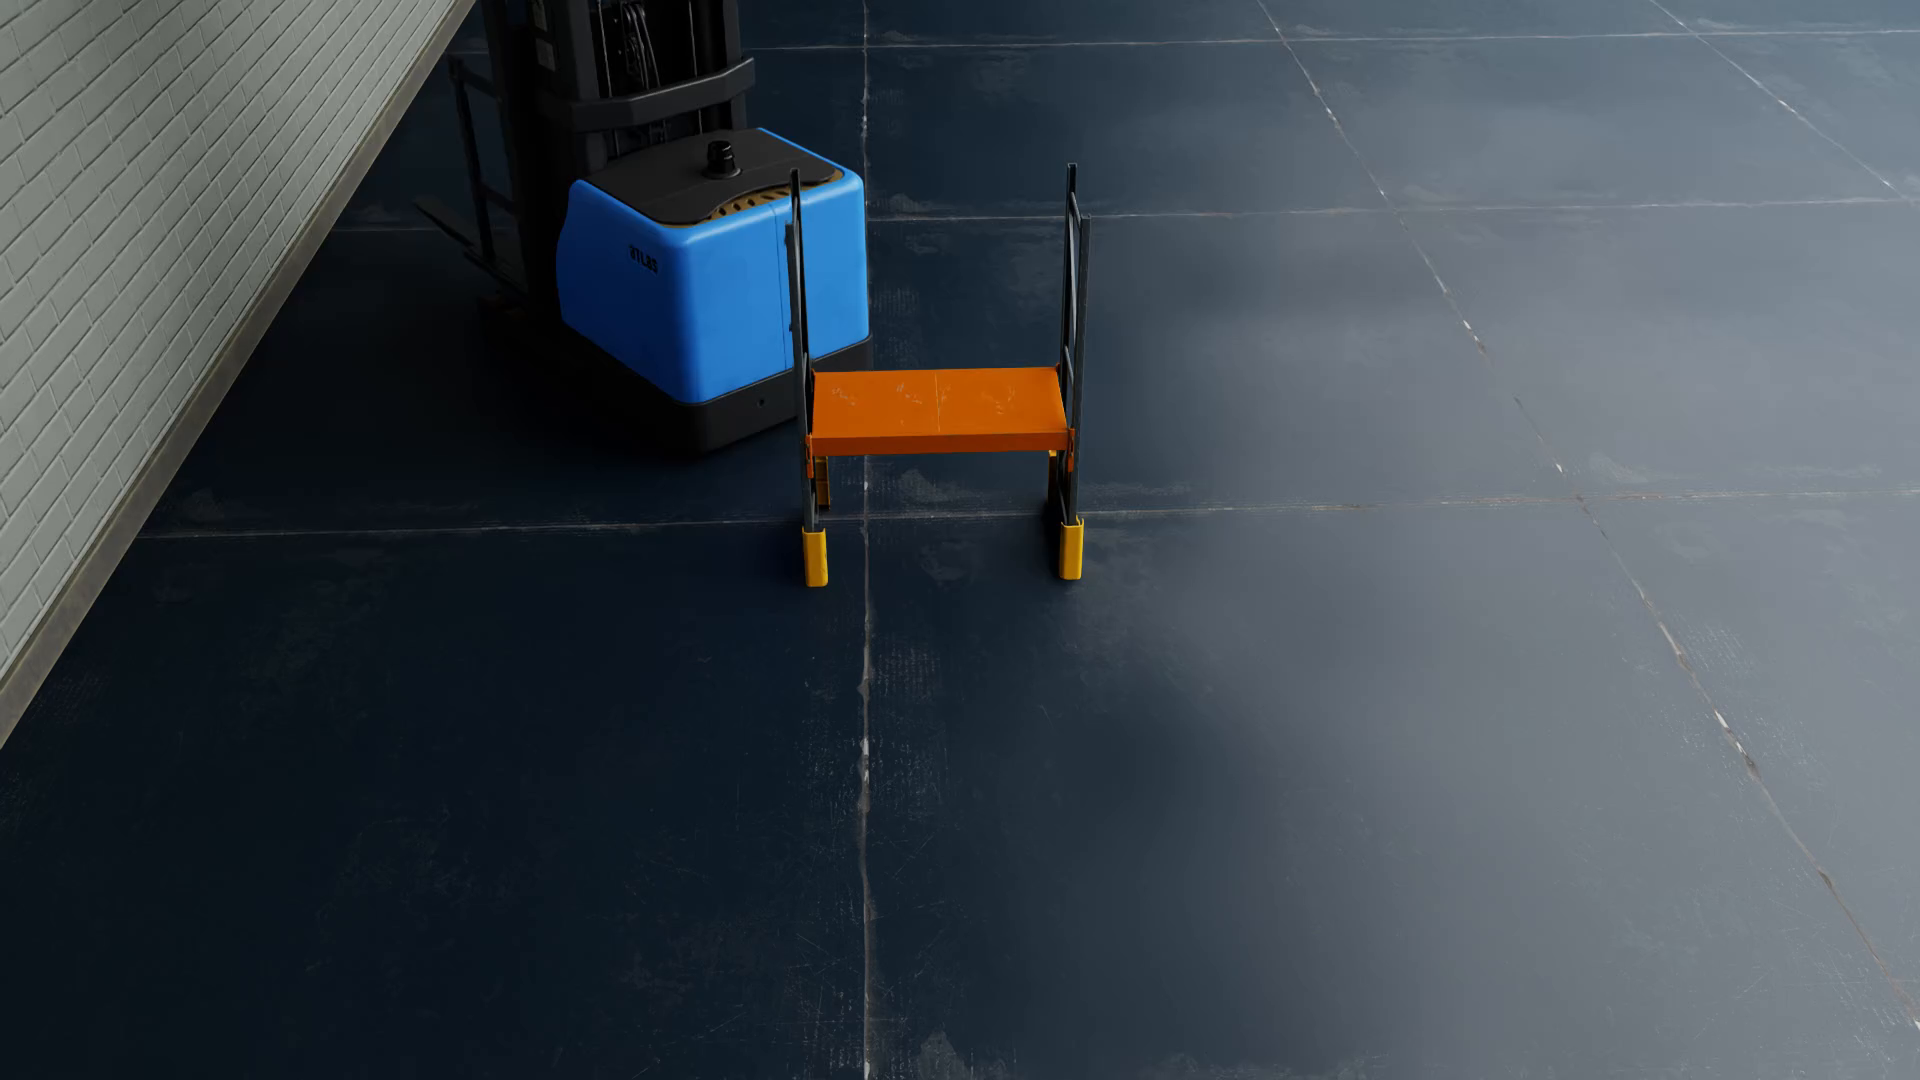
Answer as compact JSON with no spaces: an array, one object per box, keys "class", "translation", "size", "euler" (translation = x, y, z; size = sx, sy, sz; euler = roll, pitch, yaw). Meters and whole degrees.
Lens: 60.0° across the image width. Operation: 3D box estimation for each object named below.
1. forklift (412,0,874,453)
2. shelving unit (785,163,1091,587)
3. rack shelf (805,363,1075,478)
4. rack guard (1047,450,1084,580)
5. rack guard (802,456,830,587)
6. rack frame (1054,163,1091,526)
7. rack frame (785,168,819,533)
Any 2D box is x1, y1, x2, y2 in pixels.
[{"class":"forklift","translation":[-1.738,-2.342,7.558],"size":[1.130,2.935,3.031],"euler":[-26,42,-32]},{"class":"shelving unit","translation":[-0.076,-0.615,6.320],"size":[1.083,1.500,0.587],"euler":[-2,35,-2]},{"class":"rack shelf","translation":[-0.085,-0.467,6.422],"size":[1.000,0.185,0.538],"euler":[-2,35,-2]},{"class":"rack guard","translation":[0.421,-0.114,6.695],"size":[0.087,0.250,0.587],"euler":[-2,35,-2]},{"class":"rack guard","translation":[-0.574,-0.087,6.657],"size":[0.087,0.250,0.587],"euler":[-2,35,-2]},{"class":"rack frame","translation":[0.423,-0.628,6.340],"size":[0.032,1.500,0.500],"euler":[-2,35,-2]},{"class":"rack frame","translation":[-0.593,-0.601,6.300],"size":[0.032,1.500,0.500],"euler":[-2,35,-2]}]
